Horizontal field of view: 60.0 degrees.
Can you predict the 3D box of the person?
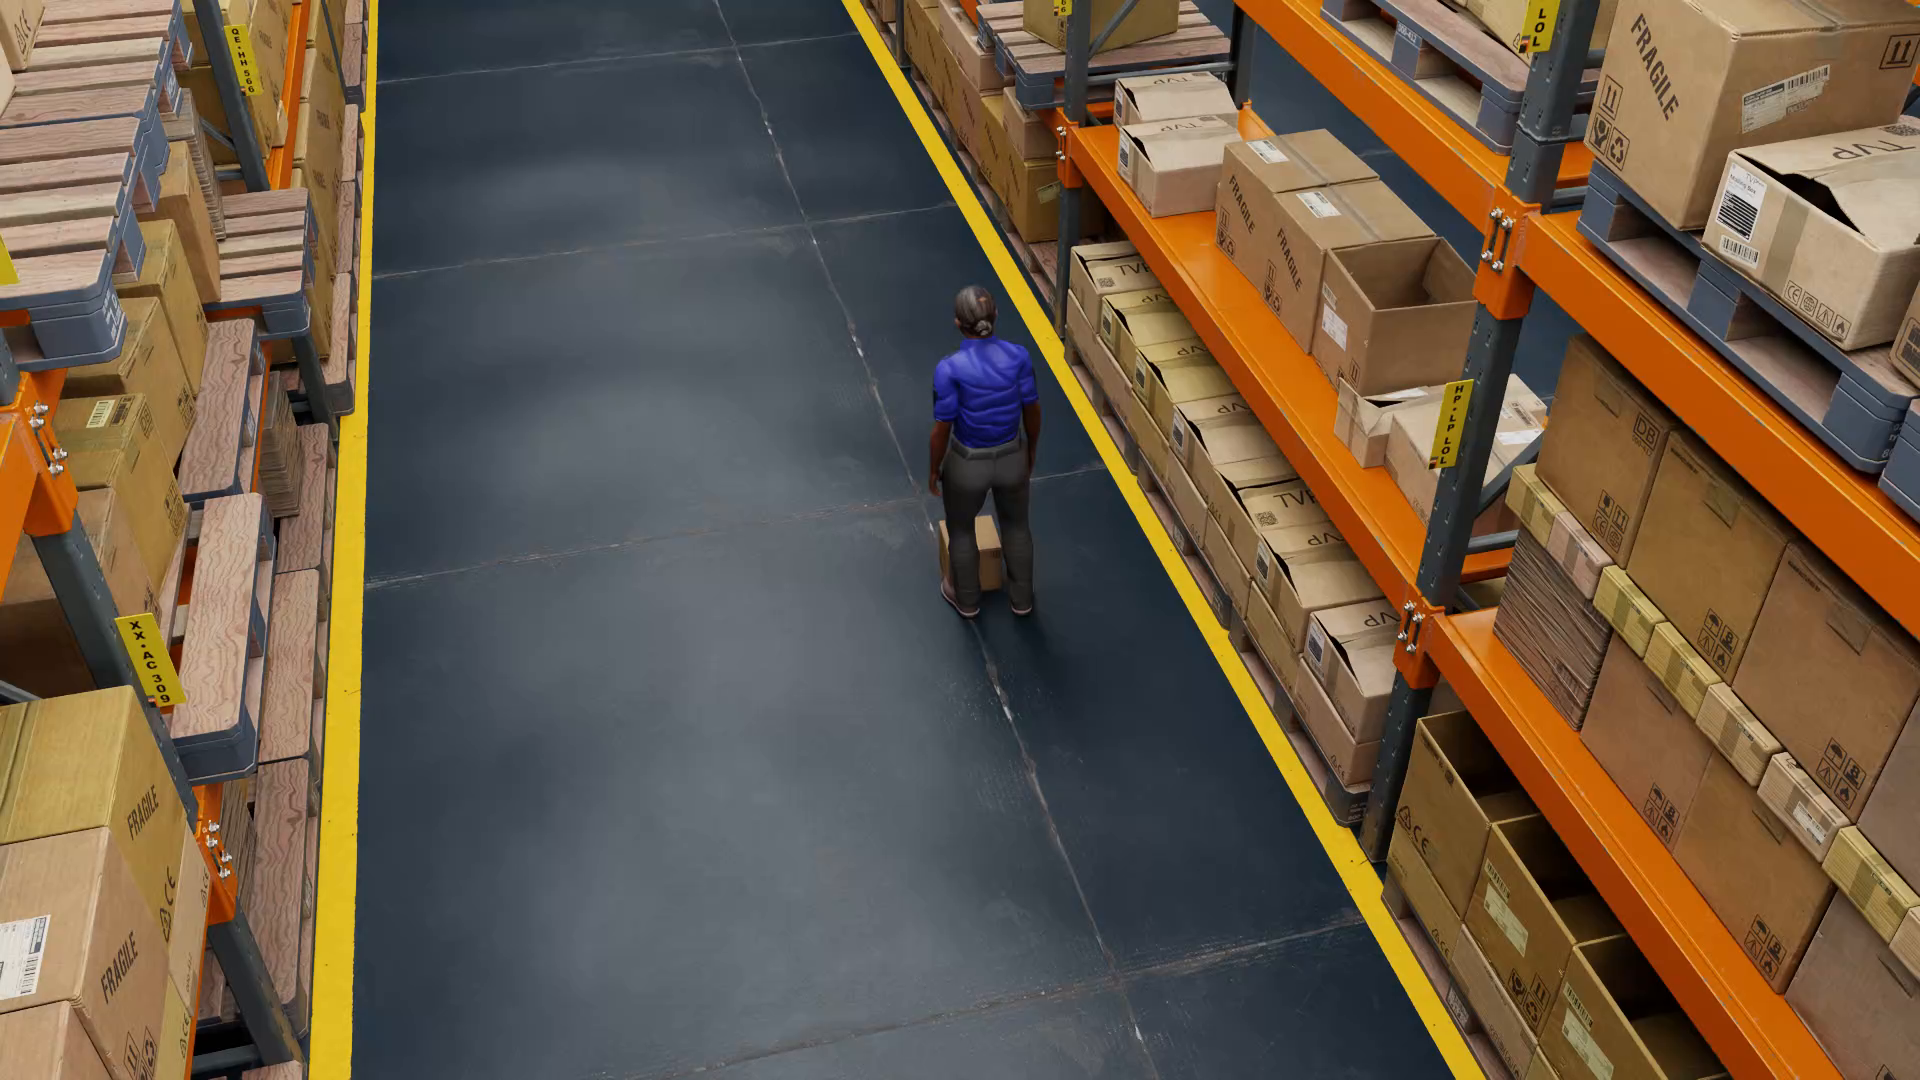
[{"bbox_3d":[0.105,-0.353,7.164,0.528,1.653,0.403,-11,40,-14],"label":"person"}]
